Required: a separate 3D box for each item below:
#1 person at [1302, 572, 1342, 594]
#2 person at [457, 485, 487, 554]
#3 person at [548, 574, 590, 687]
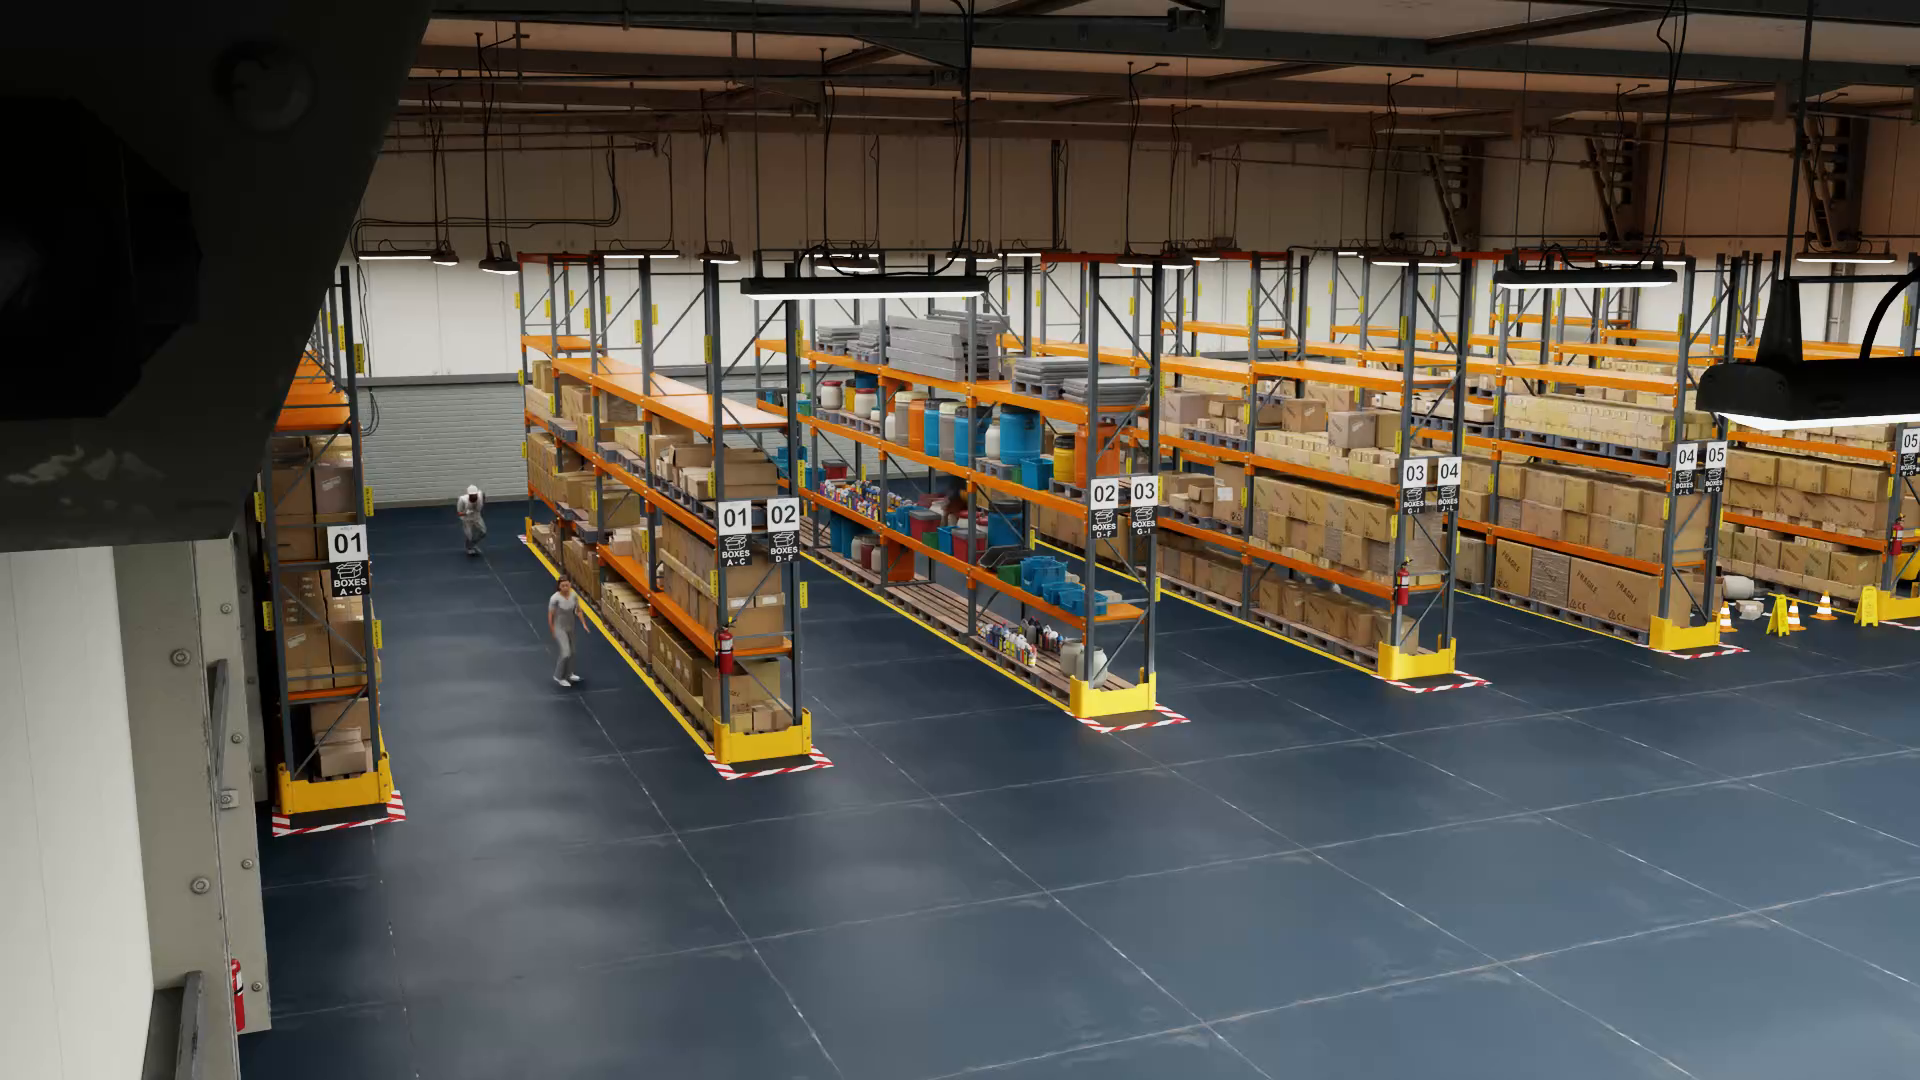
[{"bbox_3d":[6.580,0.133,29.861,0.707,1.616,1.120,-5,11,-24],"label":"person"},{"bbox_3d":[-9.679,-0.401,33.044,0.711,1.485,0.980,-8,13,-37],"label":"person"},{"bbox_3d":[-5.599,1.270,23.583,0.607,1.644,0.546,7,12,33],"label":"person"}]
